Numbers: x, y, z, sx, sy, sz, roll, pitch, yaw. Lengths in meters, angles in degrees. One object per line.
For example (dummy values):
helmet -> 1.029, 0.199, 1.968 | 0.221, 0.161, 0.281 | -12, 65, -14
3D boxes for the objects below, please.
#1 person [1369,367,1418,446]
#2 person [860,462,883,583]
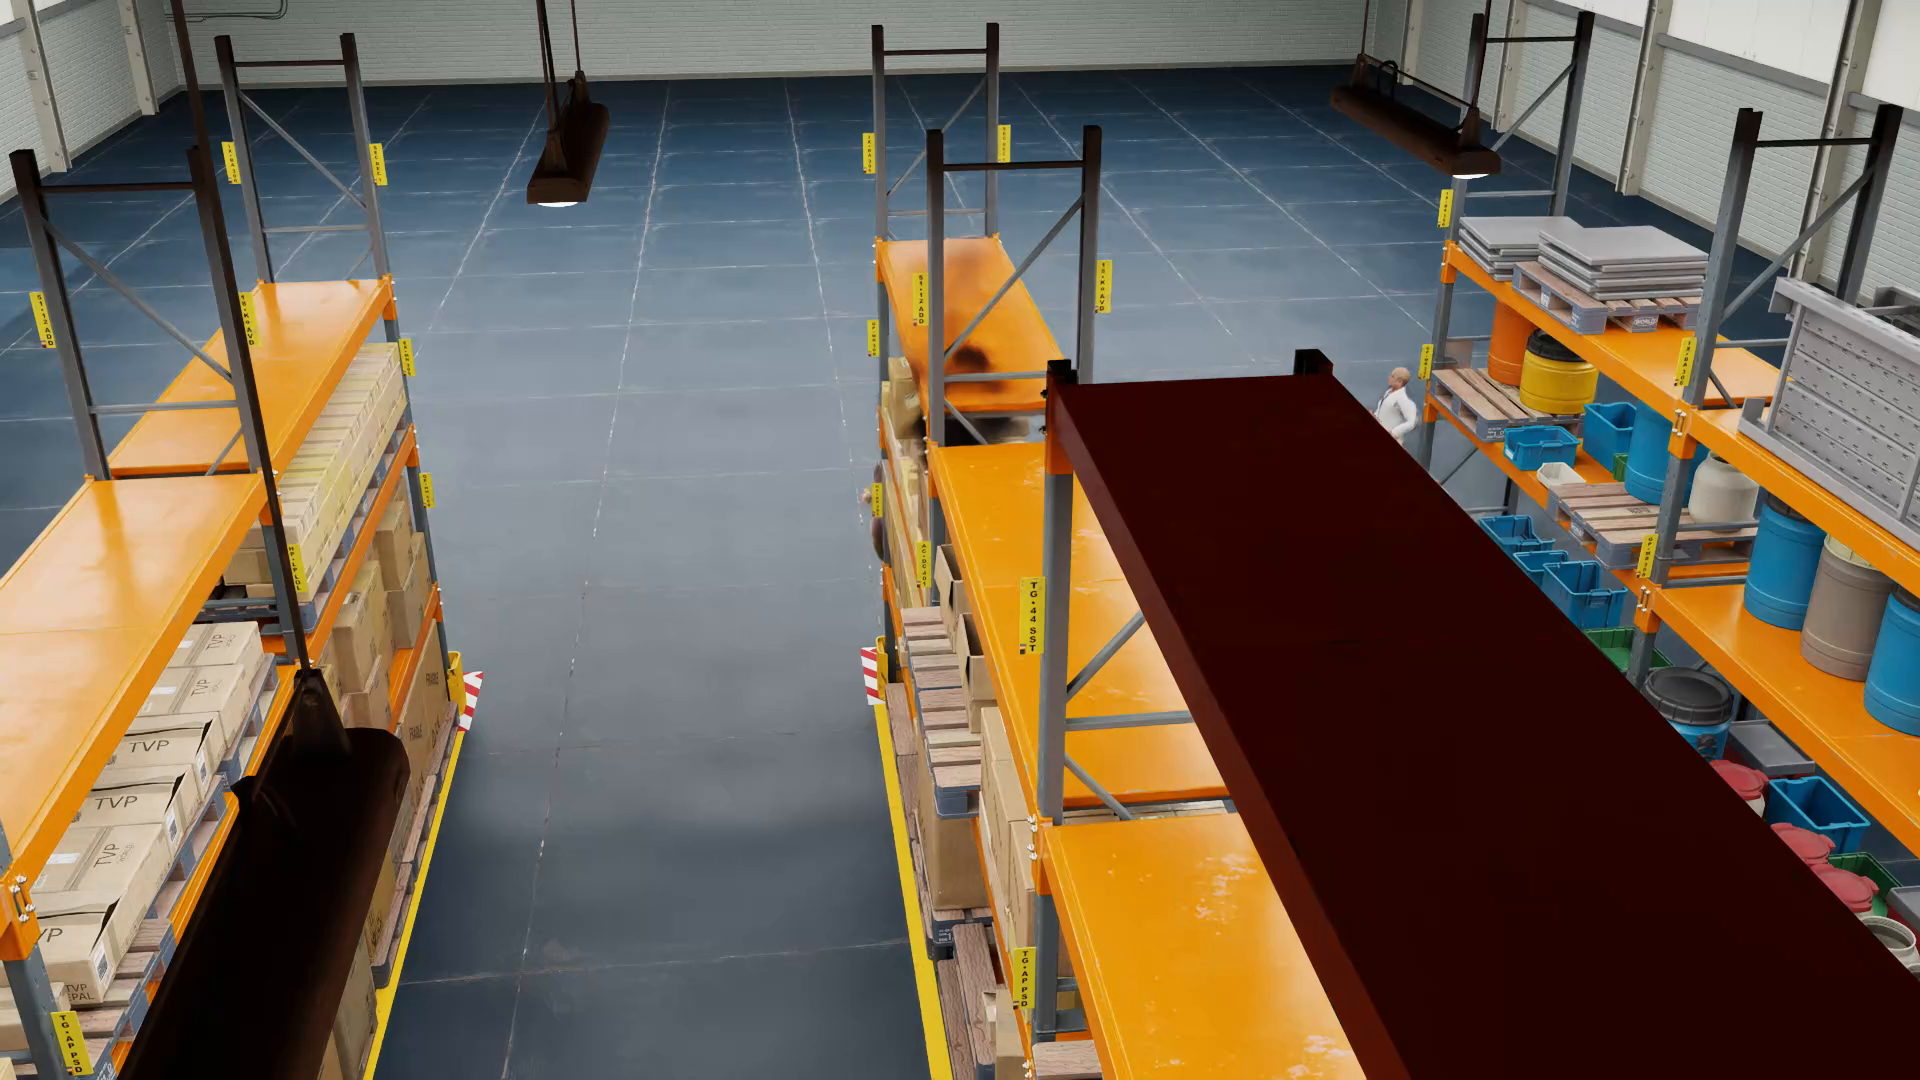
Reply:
person -> 4.890, -1.111, 18.805 | 0.934, 1.766, 0.710 | 4, 26, 9
person -> -0.711, -0.305, 17.152 | 0.635, 1.735, 0.715 | 16, 30, 30
